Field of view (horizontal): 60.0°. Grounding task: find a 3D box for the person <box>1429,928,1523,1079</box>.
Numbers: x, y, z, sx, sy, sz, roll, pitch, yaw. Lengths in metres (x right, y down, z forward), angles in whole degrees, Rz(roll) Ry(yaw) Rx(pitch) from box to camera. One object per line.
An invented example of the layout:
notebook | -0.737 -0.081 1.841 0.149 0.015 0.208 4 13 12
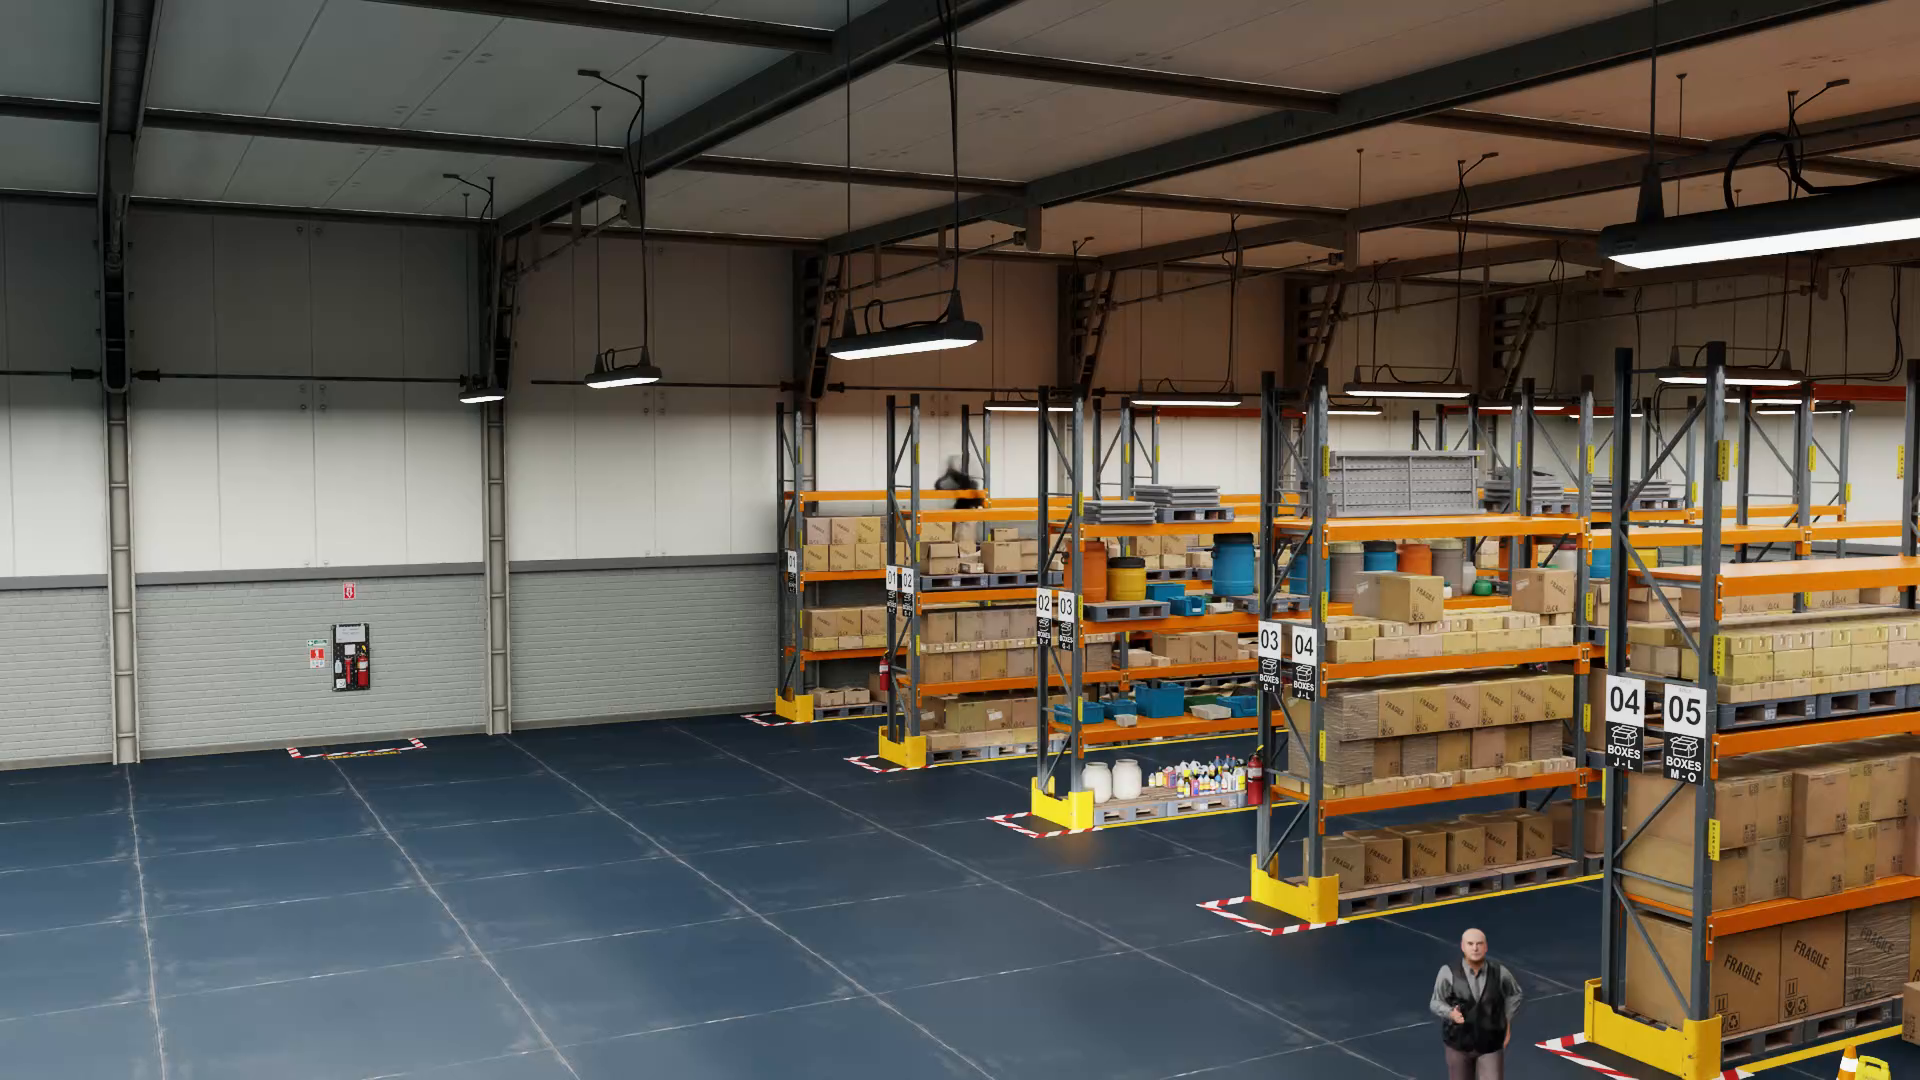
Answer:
person | 3.663 3.644 11.814 0.641 1.744 0.699 1 3 17

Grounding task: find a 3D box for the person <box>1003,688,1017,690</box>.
person | 0.935 2.316 30.191 0.639 1.728 0.668 -2 4 -33
